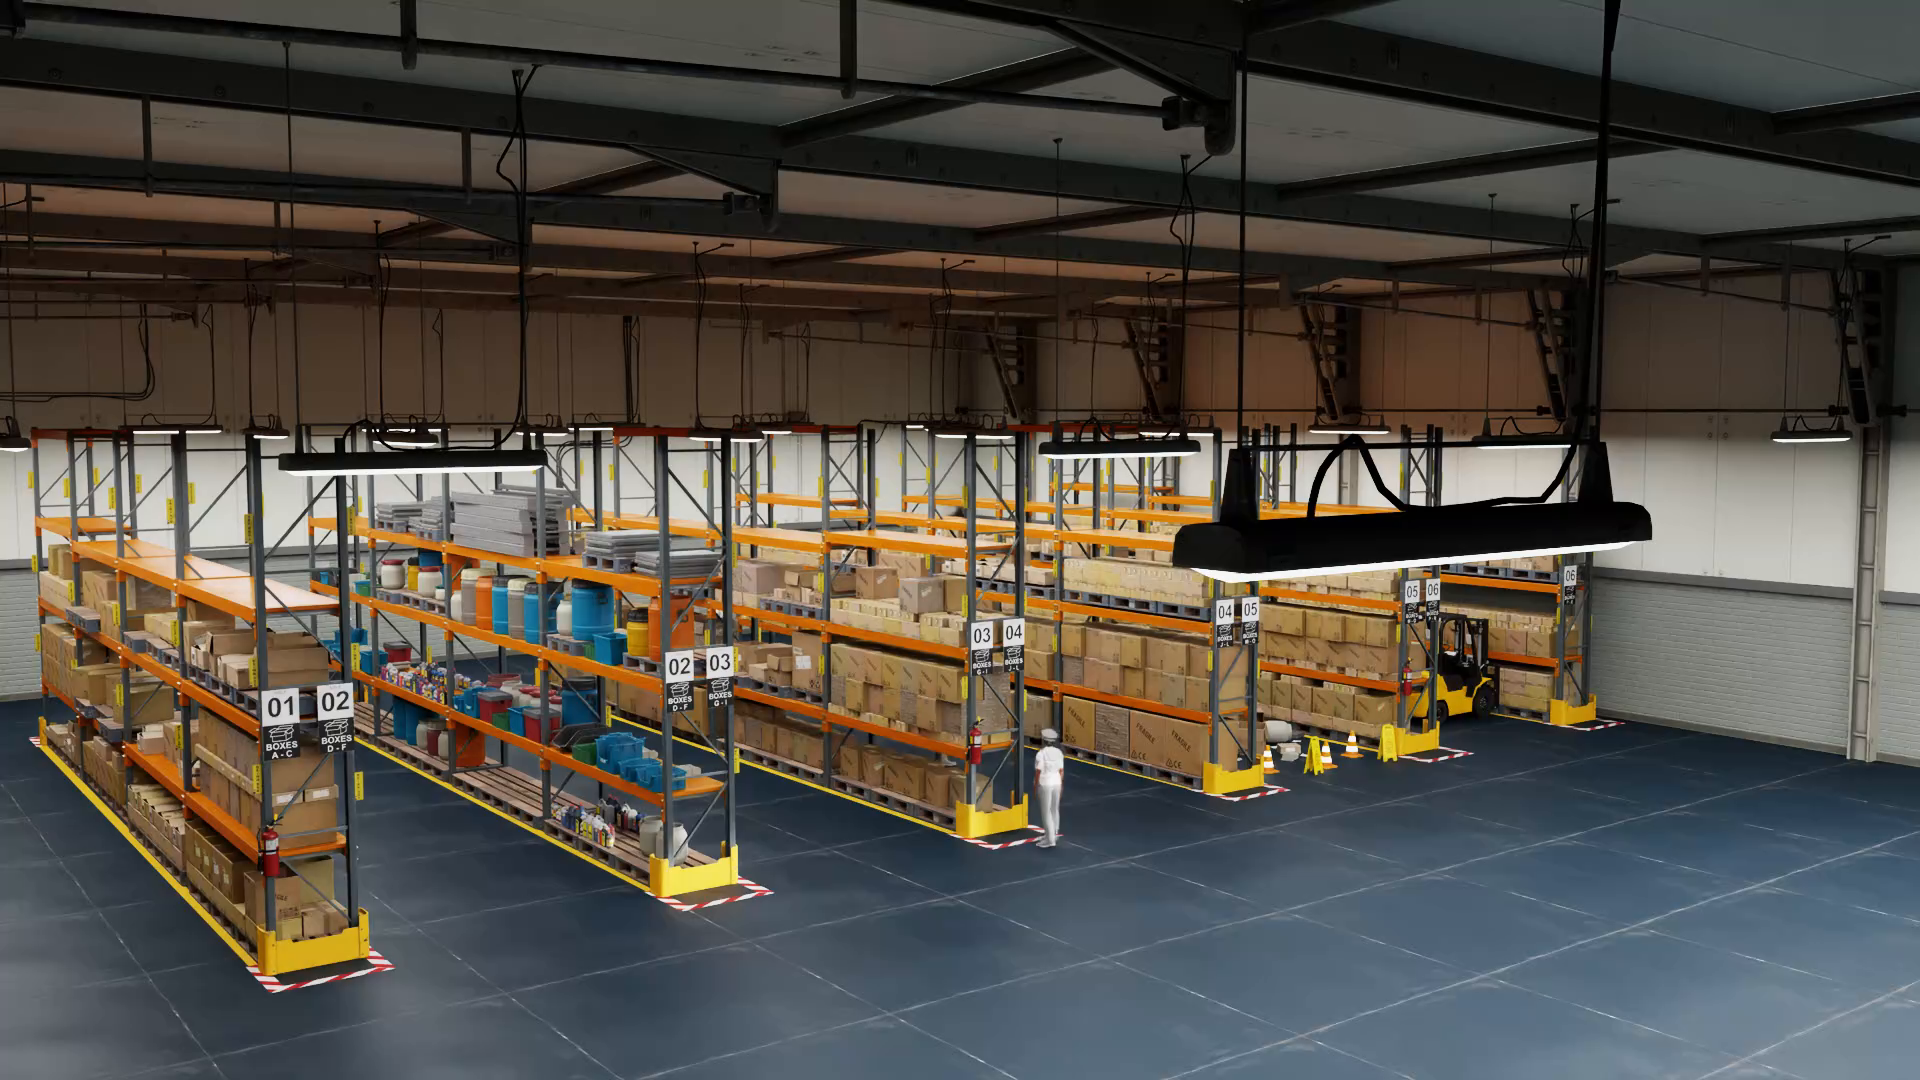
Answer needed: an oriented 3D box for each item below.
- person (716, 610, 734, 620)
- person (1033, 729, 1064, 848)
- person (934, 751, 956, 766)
[{"bbox_3d":[-5.847,2.202,41.543,0.652,1.756,0.565,-4,6,-40],"label":"person"},{"bbox_3d":[1.252,3.593,24.164,0.480,1.698,0.496,-3,5,-34],"label":"person"},{"bbox_3d":[-0.239,3.168,29.637,0.449,1.768,0.625,-3,6,-37],"label":"person"}]
